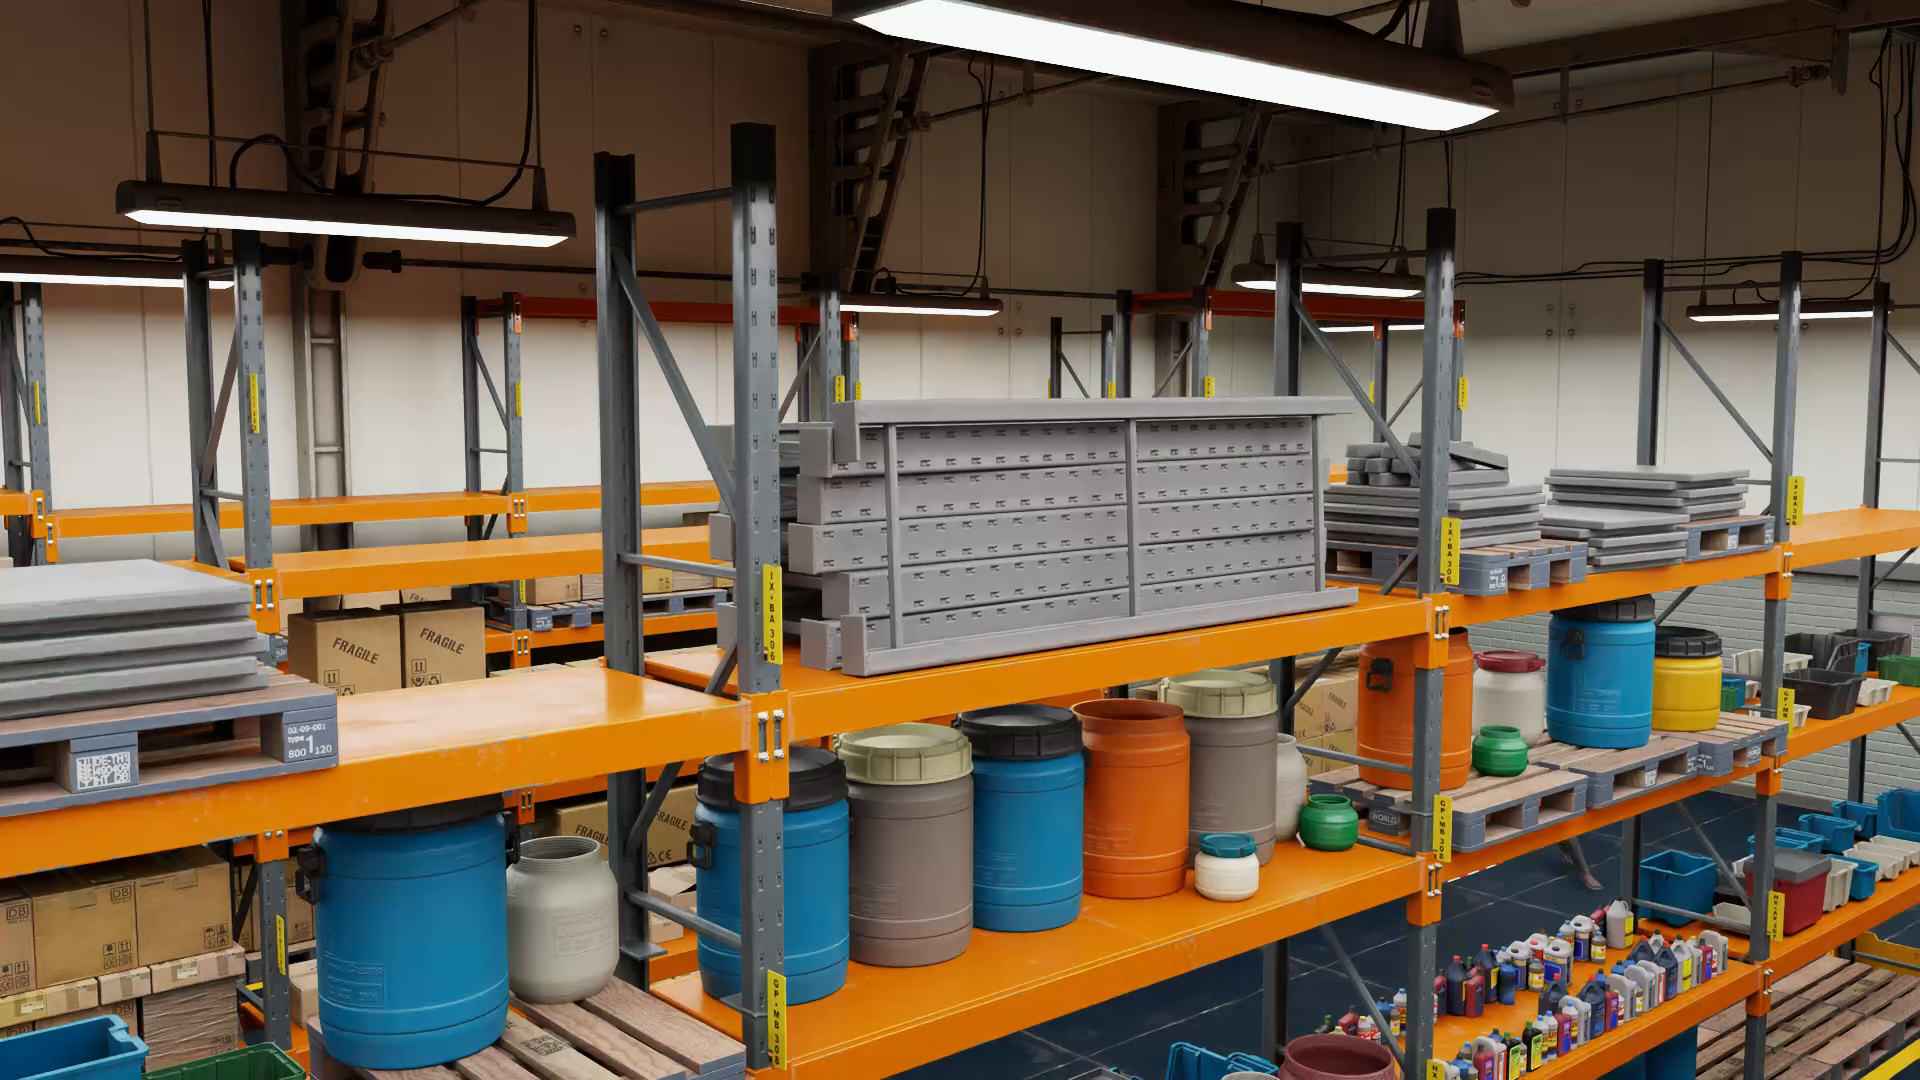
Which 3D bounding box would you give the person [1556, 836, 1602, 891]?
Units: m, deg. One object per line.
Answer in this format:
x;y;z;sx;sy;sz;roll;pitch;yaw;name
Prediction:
6.261;2.815;17.324;0.685;1.437;0.952;0;5;-2;person
